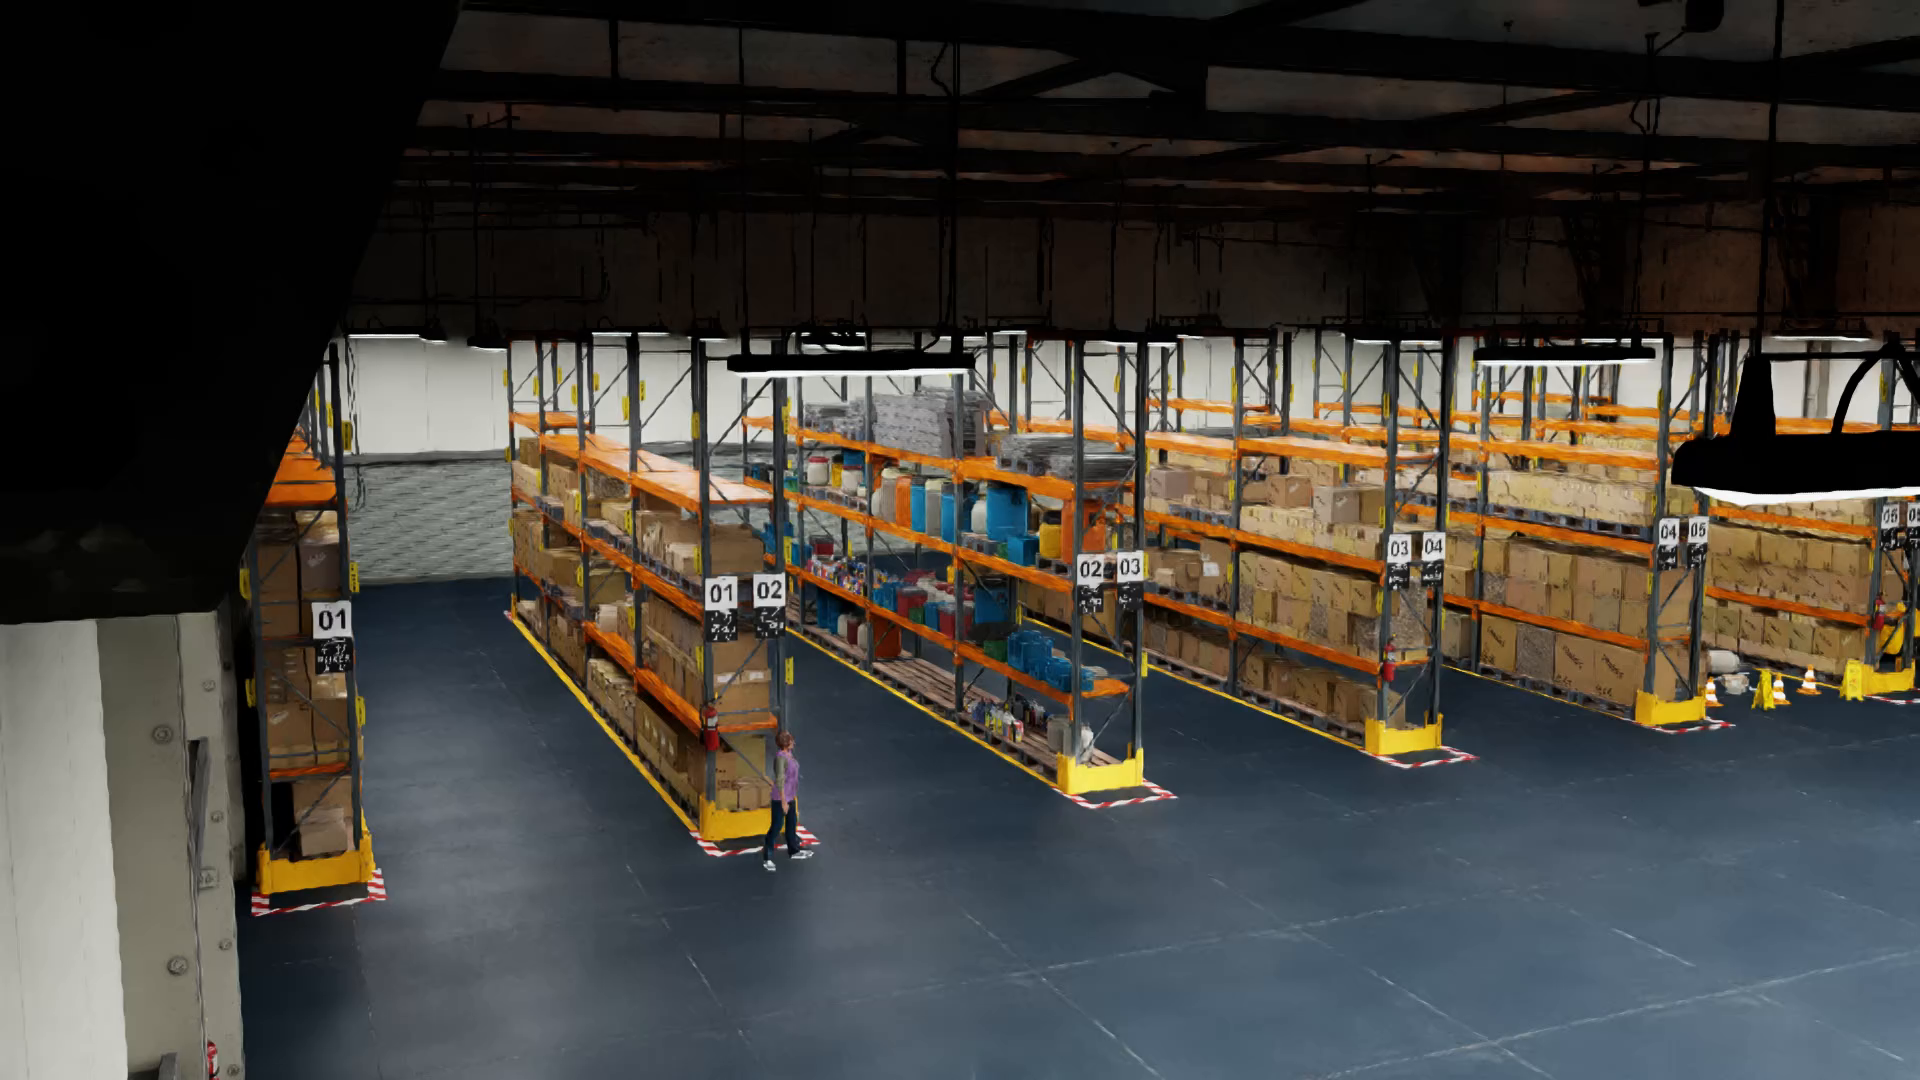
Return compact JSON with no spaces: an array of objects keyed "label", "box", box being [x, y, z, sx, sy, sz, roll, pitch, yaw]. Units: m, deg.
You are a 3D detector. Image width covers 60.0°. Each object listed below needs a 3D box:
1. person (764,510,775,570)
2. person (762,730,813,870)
[{"label":"person","box":[-4.594,-0.094,41.143,0.508,1.685,0.761,3,8,20]},{"label":"person","box":[-2.006,2.947,19.084,0.498,1.588,0.615,1,8,9]}]
